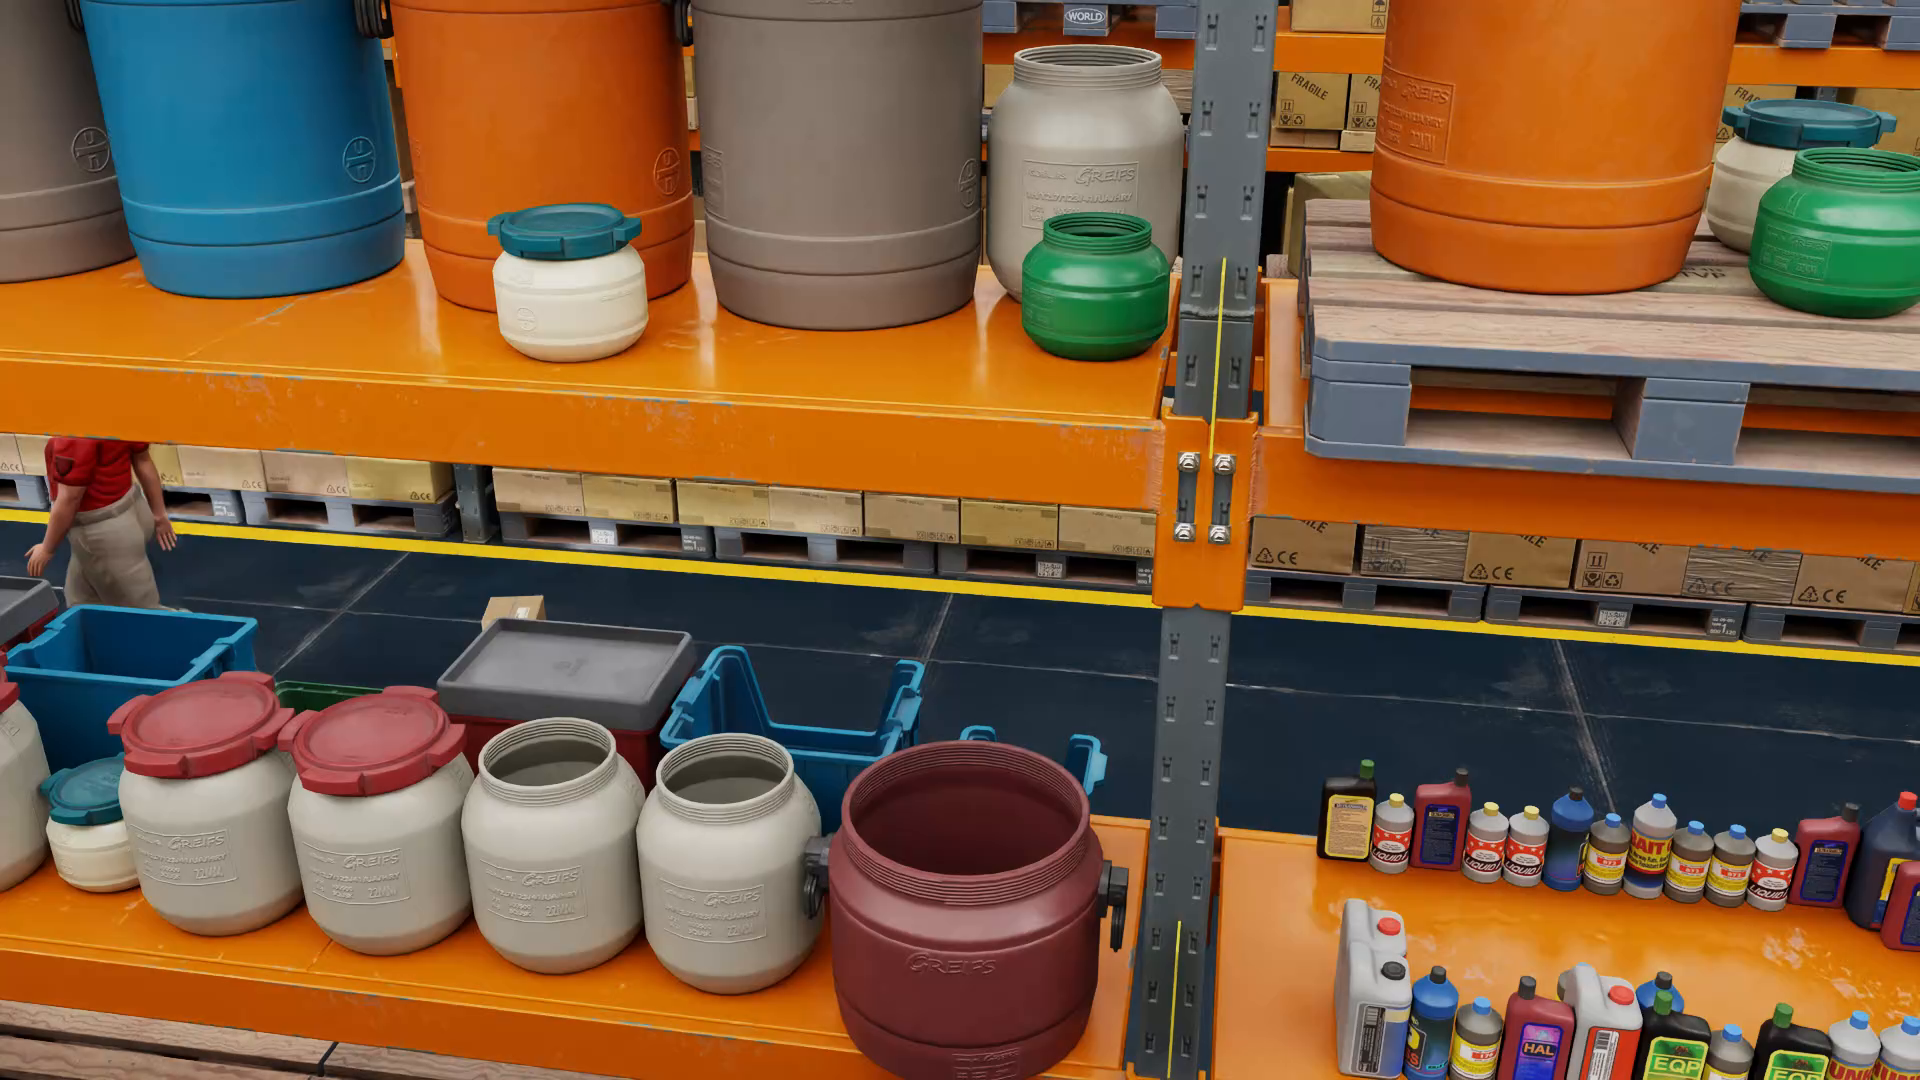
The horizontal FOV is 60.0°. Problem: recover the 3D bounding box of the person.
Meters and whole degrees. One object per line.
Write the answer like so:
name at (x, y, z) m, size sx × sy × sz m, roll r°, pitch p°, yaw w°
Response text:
person at (-3.694, -0.040, 7.208) m, size 1.030 × 1.679 × 0.542 m, roll -3°, pitch 25°, yaw -6°
